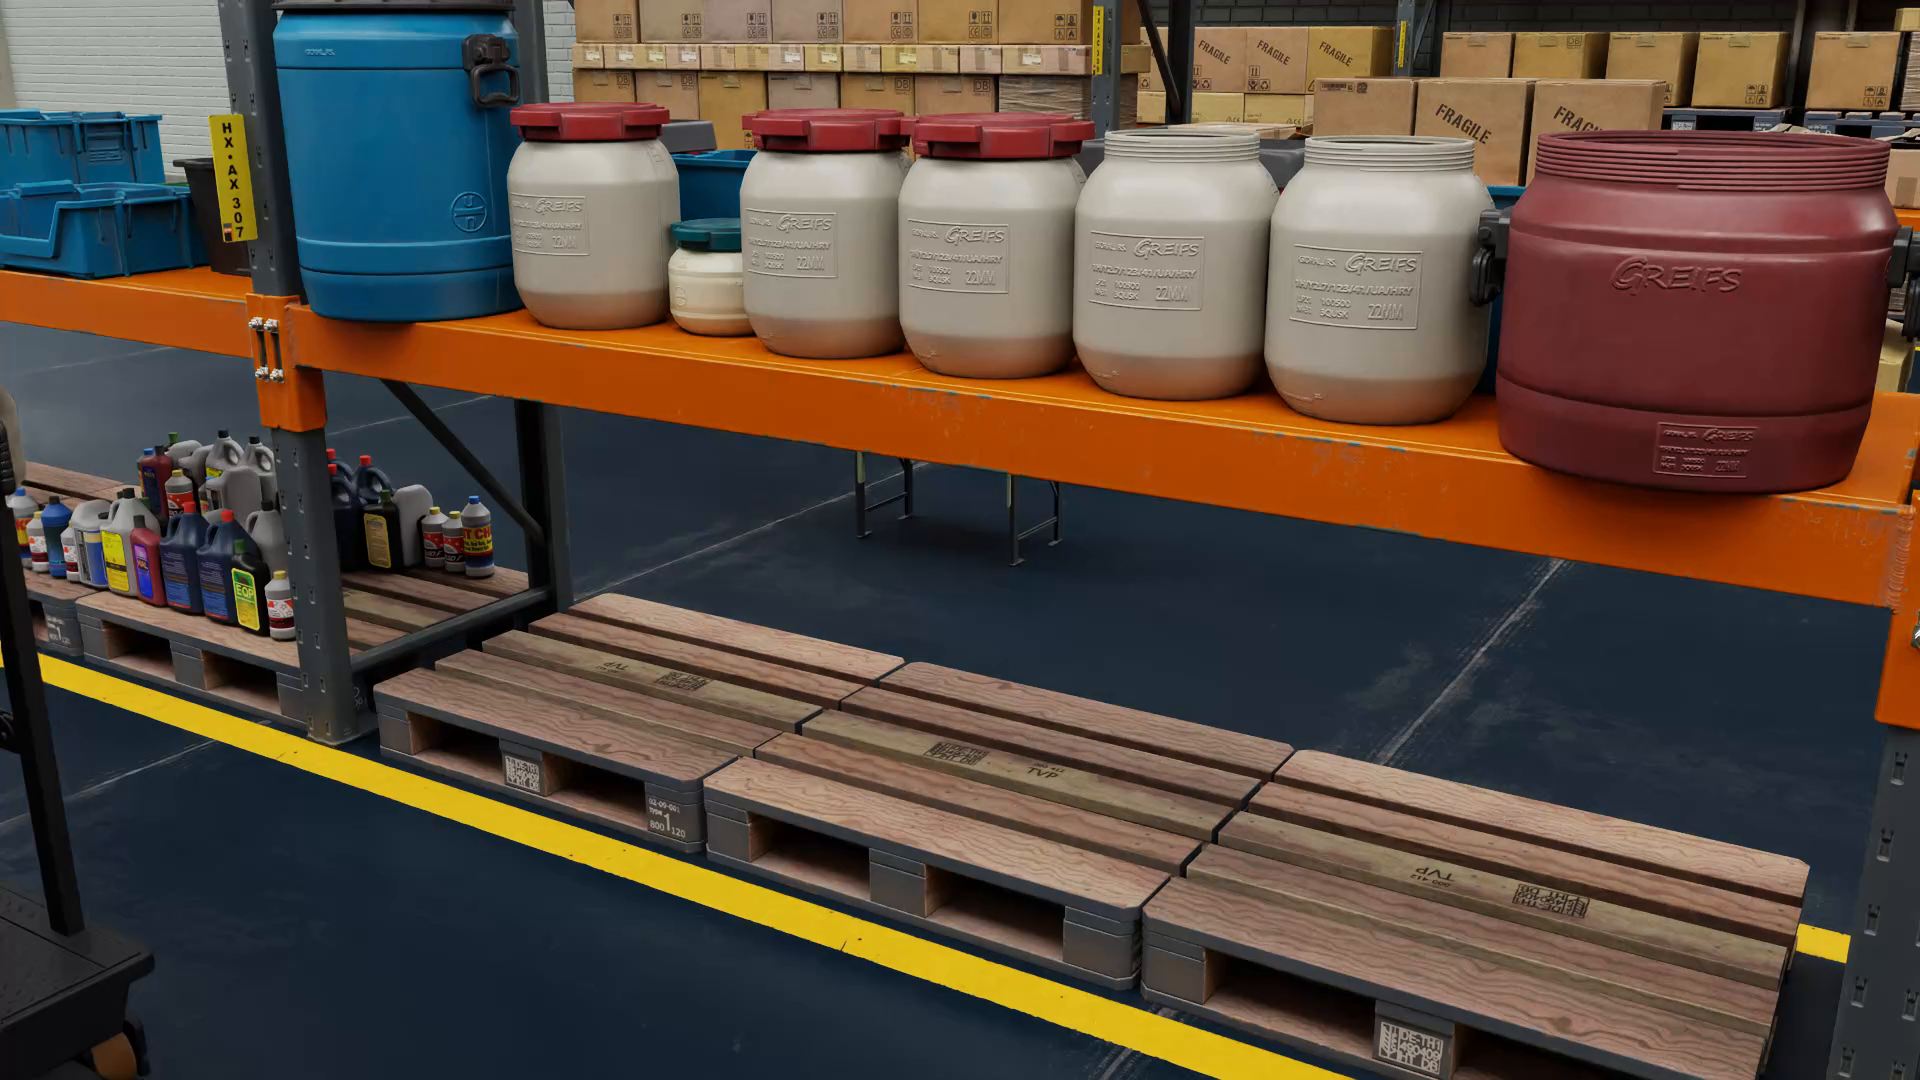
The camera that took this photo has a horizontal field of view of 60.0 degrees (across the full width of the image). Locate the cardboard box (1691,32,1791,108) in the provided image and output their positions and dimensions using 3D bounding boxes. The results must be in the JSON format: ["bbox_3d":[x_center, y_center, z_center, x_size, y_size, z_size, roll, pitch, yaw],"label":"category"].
[{"bbox_3d":[5.497,-3.312,11.693,0.500,0.500,0.700,10,20,30],"label":"cardboard box"}]

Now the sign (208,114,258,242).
[{"bbox_3d":[-1.914,-0.953,4.381,0.005,0.325,0.100,10,20,30],"label":"sign"}]

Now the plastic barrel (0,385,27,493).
[{"bbox_3d":[-3.998,-0.417,6.650,0.421,0.512,0.421,0,17,0],"label":"plastic barrel"}]

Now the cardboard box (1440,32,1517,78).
[{"bbox_3d":[3.984,-3.581,12.581,0.500,0.500,0.700,10,20,30],"label":"cardboard box"}]

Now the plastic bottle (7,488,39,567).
[{"bbox_3d":[-3.266,-0.048,5.816,0.097,0.271,0.097,0,17,0],"label":"plastic bottle"}]

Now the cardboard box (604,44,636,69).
[{"bbox_3d":[-1.982,-2.995,10.293,0.250,0.149,0.380,10,19,29],"label":"cardboard box"}]

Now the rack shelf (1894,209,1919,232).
[{"bbox_3d":[2.683,-1.533,8.004,4.000,0.370,1.077,10,20,30],"label":"rack shelf"}]

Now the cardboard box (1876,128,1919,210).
[{"bbox_3d":[4.100,-1.596,7.129,0.500,0.311,0.500,12,20,33],"label":"cardboard box"}]

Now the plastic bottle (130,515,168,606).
[{"bbox_3d":[-2.641,0.064,5.426,0.133,0.283,0.061,12,20,34],"label":"plastic bottle"}]

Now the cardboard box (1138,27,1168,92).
[{"bbox_3d":[1.708,-3.933,13.602,0.500,0.500,0.500,11,20,32],"label":"cardboard box"}]

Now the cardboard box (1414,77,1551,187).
[{"bbox_3d":[2.500,-1.952,7.974,0.500,0.500,0.500,10,20,30],"label":"cardboard box"}]

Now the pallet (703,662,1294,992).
[{"bbox_3d":[0.116,0.674,4.298,1.213,0.211,1.003,10,20,30],"label":"pallet"}]

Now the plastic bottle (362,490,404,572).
[{"bbox_3d":[-2.004,-0.039,5.765,0.133,0.283,0.061,10,20,30],"label":"plastic bottle"}]

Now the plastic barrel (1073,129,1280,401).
[{"bbox_3d":[0.444,-0.568,3.397,0.421,0.512,0.421,0,17,0],"label":"plastic barrel"}]

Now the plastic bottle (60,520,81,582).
[{"bbox_3d":[-3.007,0.032,5.674,0.097,0.201,0.097,0,17,0],"label":"plastic bottle"}]

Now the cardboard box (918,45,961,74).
[{"bbox_3d":[-0.024,-2.645,9.139,0.250,0.149,0.380,10,20,30],"label":"cardboard box"}]

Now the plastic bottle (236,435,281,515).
[{"bbox_3d":[-2.611,-0.217,6.235,0.185,0.351,0.144,10,20,30],"label":"plastic bottle"}]

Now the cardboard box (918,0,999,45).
[{"bbox_3d":[0.166,-2.992,9.167,0.500,0.500,0.700,10,20,30],"label":"cardboard box"}]

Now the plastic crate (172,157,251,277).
[{"bbox_3d":[-1.997,-1.036,5.239,0.504,0.338,0.767,10,20,30],"label":"plastic crate"}]

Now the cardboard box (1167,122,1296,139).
[{"bbox_3d":[1.421,-2.045,8.712,0.500,0.250,0.500,12,20,33],"label":"cardboard box"}]

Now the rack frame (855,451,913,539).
[{"bbox_3d":[-0.318,-0.774,6.850,0.023,1.500,0.400,10,20,30],"label":"rack frame"}]

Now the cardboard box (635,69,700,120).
[{"bbox_3d":[-1.589,-2.685,10.386,0.500,0.500,0.700,11,20,31],"label":"cardboard box"}]

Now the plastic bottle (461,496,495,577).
[{"bbox_3d":[-1.659,-0.017,5.714,0.097,0.271,0.097,0,17,0],"label":"plastic bottle"}]

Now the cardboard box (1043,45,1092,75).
[{"bbox_3d":[0.635,-2.528,8.754,0.250,0.149,0.380,10,20,30],"label":"cardboard box"}]

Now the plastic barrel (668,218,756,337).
[{"bbox_3d":[-0.569,-0.649,4.096,0.301,0.262,0.301,0,17,0],"label":"plastic barrel"}]

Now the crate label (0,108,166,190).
[{"bbox_3d":[-3.316,-1.367,6.161,0.616,0.435,0.502,10,20,30],"label":"crate label"}]

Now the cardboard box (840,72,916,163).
[{"bbox_3d":[-0.281,-2.451,9.617,0.500,0.500,0.700,10,20,31],"label":"cardboard box"}]

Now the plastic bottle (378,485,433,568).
[{"bbox_3d":[-1.949,-0.062,5.853,0.135,0.276,0.152,11,20,32],"label":"plastic bottle"}]

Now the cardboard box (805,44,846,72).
[{"bbox_3d":[-0.674,-2.761,9.521,0.250,0.149,0.380,11,20,32],"label":"cardboard box"}]

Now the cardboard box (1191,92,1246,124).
[{"bbox_3d":[2.149,-3.494,13.446,0.500,0.250,0.500,10,20,30],"label":"cardboard box"}]

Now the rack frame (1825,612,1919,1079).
[{"bbox_3d":[1.791,-0.347,2.861,0.127,3.000,1.000,10,20,30],"label":"rack frame"}]

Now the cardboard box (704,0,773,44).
[{"bbox_3d":[-1.113,-3.221,9.920,0.500,0.500,0.700,10,20,30],"label":"cardboard box"}]

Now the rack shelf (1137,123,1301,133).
[{"bbox_3d":[1.863,-3.369,14.048,4.000,0.370,1.077,10,20,30],"label":"rack shelf"}]

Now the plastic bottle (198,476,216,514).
[{"bbox_3d":[-2.795,-0.137,6.230,0.097,0.201,0.097,0,17,0],"label":"plastic bottle"}]

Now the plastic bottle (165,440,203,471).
[{"bbox_3d":[-3.031,-0.255,6.488,0.135,0.276,0.152,10,20,30],"label":"plastic bottle"}]

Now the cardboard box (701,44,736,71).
[{"bbox_3d":[-1.328,-2.878,9.907,0.250,0.149,0.380,9,19,28],"label":"cardboard box"}]

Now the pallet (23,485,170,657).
[{"bbox_3d":[-3.211,0.081,6.250,1.213,0.211,1.003,10,20,30],"label":"pallet"}]

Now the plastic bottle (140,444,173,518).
[{"bbox_3d":[-3.086,-0.232,6.400,0.133,0.283,0.061,10,20,30],"label":"plastic bottle"}]

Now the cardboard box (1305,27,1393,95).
[{"bbox_3d":[3.003,-3.701,12.836,0.500,0.500,0.500,10,20,30],"label":"cardboard box"}]

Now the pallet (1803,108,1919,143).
[{"bbox_3d":[6.313,-2.790,11.237,1.003,0.211,1.213,10,20,30],"label":"pallet"}]

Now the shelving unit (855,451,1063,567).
[{"bbox_3d":[-0.006,-0.719,6.667,0.755,1.500,0.431,10,20,30],"label":"shelving unit"}]

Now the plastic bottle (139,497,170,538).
[{"bbox_3d":[-2.724,0.000,5.637,0.133,0.283,0.061,10,20,30],"label":"plastic bottle"}]

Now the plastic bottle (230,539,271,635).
[{"bbox_3d":[-2.200,0.143,5.167,0.133,0.283,0.061,11,20,33],"label":"plastic bottle"}]

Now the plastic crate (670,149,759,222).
[{"bbox_3d":[-0.514,-0.857,4.568,0.575,0.384,0.392,10,20,30],"label":"plastic crate"}]

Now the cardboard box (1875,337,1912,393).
[{"bbox_3d":[3.812,-0.745,7.217,0.500,0.311,0.500,11,20,31],"label":"cardboard box"}]

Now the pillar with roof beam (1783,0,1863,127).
[{"bbox_3d":[4.068,-5.016,7.913,0.400,9.000,9.100,10,20,30],"label":"pillar with roof beam"}]
